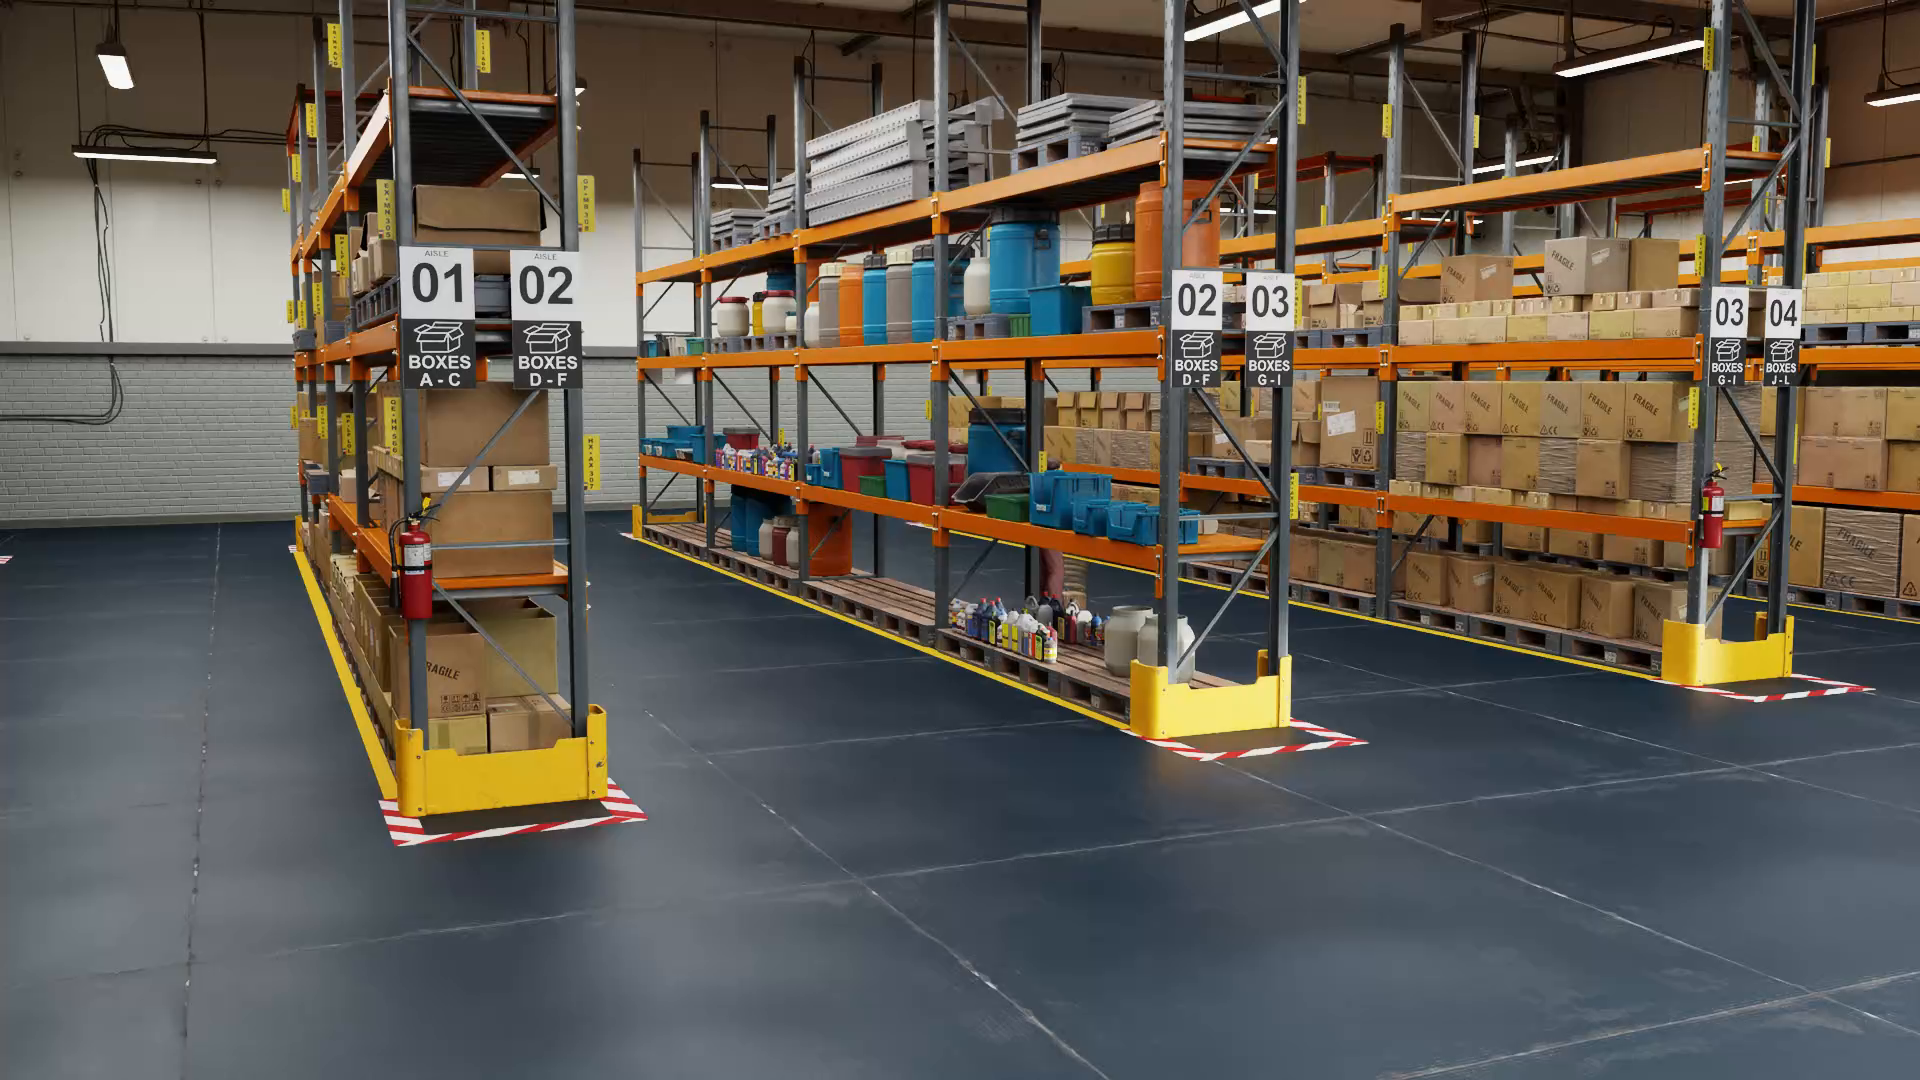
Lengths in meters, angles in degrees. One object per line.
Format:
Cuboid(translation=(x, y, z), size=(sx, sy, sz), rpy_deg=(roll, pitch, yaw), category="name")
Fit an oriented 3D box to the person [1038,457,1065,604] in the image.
Cuboid(translation=(0.923, -0.021, 17.196), size=(0.364, 1.671, 0.511), rpy_deg=(-3, 6, -27), category="person")
